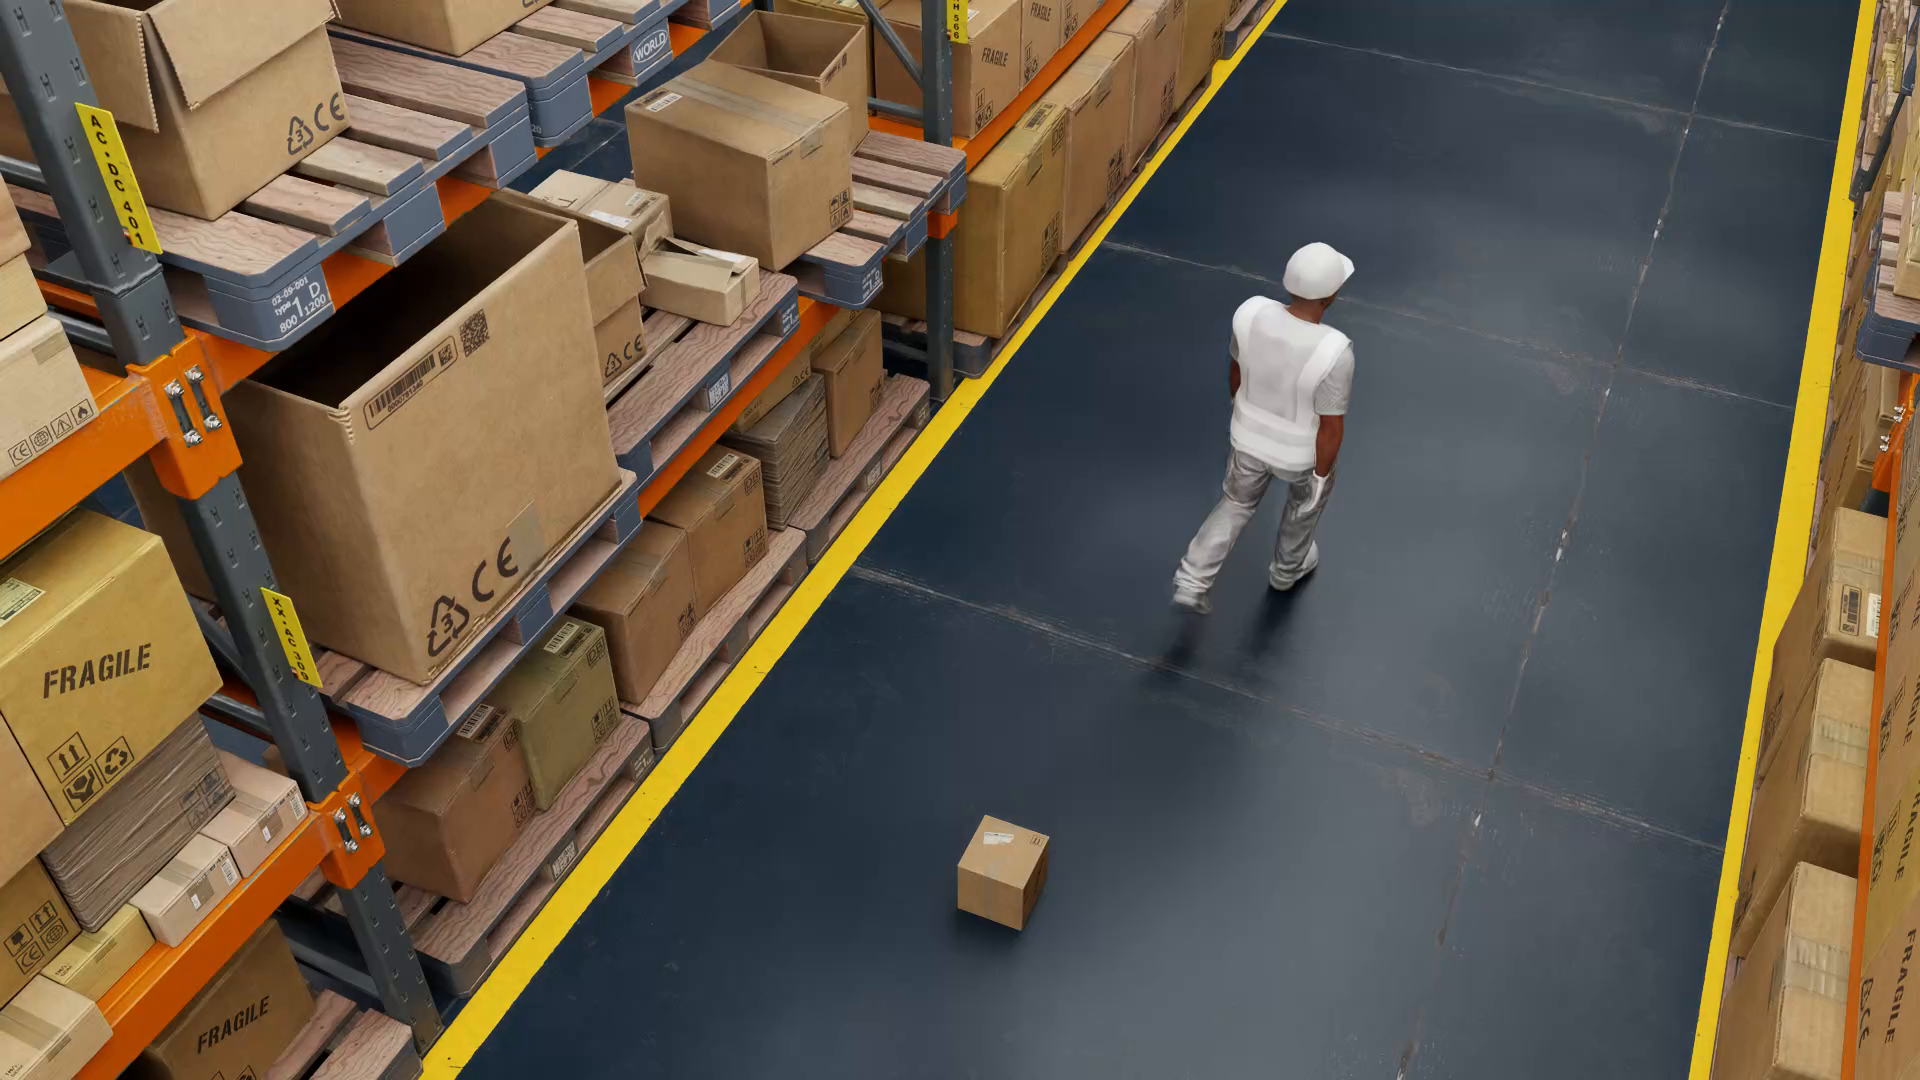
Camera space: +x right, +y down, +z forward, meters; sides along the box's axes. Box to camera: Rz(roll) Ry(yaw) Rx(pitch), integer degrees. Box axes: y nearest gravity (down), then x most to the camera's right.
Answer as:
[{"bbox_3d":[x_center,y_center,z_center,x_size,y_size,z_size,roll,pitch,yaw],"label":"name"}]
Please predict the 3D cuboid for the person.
[{"bbox_3d":[1.245,-0.386,6.567,0.582,1.754,0.890,29,49,29],"label":"person"}]
